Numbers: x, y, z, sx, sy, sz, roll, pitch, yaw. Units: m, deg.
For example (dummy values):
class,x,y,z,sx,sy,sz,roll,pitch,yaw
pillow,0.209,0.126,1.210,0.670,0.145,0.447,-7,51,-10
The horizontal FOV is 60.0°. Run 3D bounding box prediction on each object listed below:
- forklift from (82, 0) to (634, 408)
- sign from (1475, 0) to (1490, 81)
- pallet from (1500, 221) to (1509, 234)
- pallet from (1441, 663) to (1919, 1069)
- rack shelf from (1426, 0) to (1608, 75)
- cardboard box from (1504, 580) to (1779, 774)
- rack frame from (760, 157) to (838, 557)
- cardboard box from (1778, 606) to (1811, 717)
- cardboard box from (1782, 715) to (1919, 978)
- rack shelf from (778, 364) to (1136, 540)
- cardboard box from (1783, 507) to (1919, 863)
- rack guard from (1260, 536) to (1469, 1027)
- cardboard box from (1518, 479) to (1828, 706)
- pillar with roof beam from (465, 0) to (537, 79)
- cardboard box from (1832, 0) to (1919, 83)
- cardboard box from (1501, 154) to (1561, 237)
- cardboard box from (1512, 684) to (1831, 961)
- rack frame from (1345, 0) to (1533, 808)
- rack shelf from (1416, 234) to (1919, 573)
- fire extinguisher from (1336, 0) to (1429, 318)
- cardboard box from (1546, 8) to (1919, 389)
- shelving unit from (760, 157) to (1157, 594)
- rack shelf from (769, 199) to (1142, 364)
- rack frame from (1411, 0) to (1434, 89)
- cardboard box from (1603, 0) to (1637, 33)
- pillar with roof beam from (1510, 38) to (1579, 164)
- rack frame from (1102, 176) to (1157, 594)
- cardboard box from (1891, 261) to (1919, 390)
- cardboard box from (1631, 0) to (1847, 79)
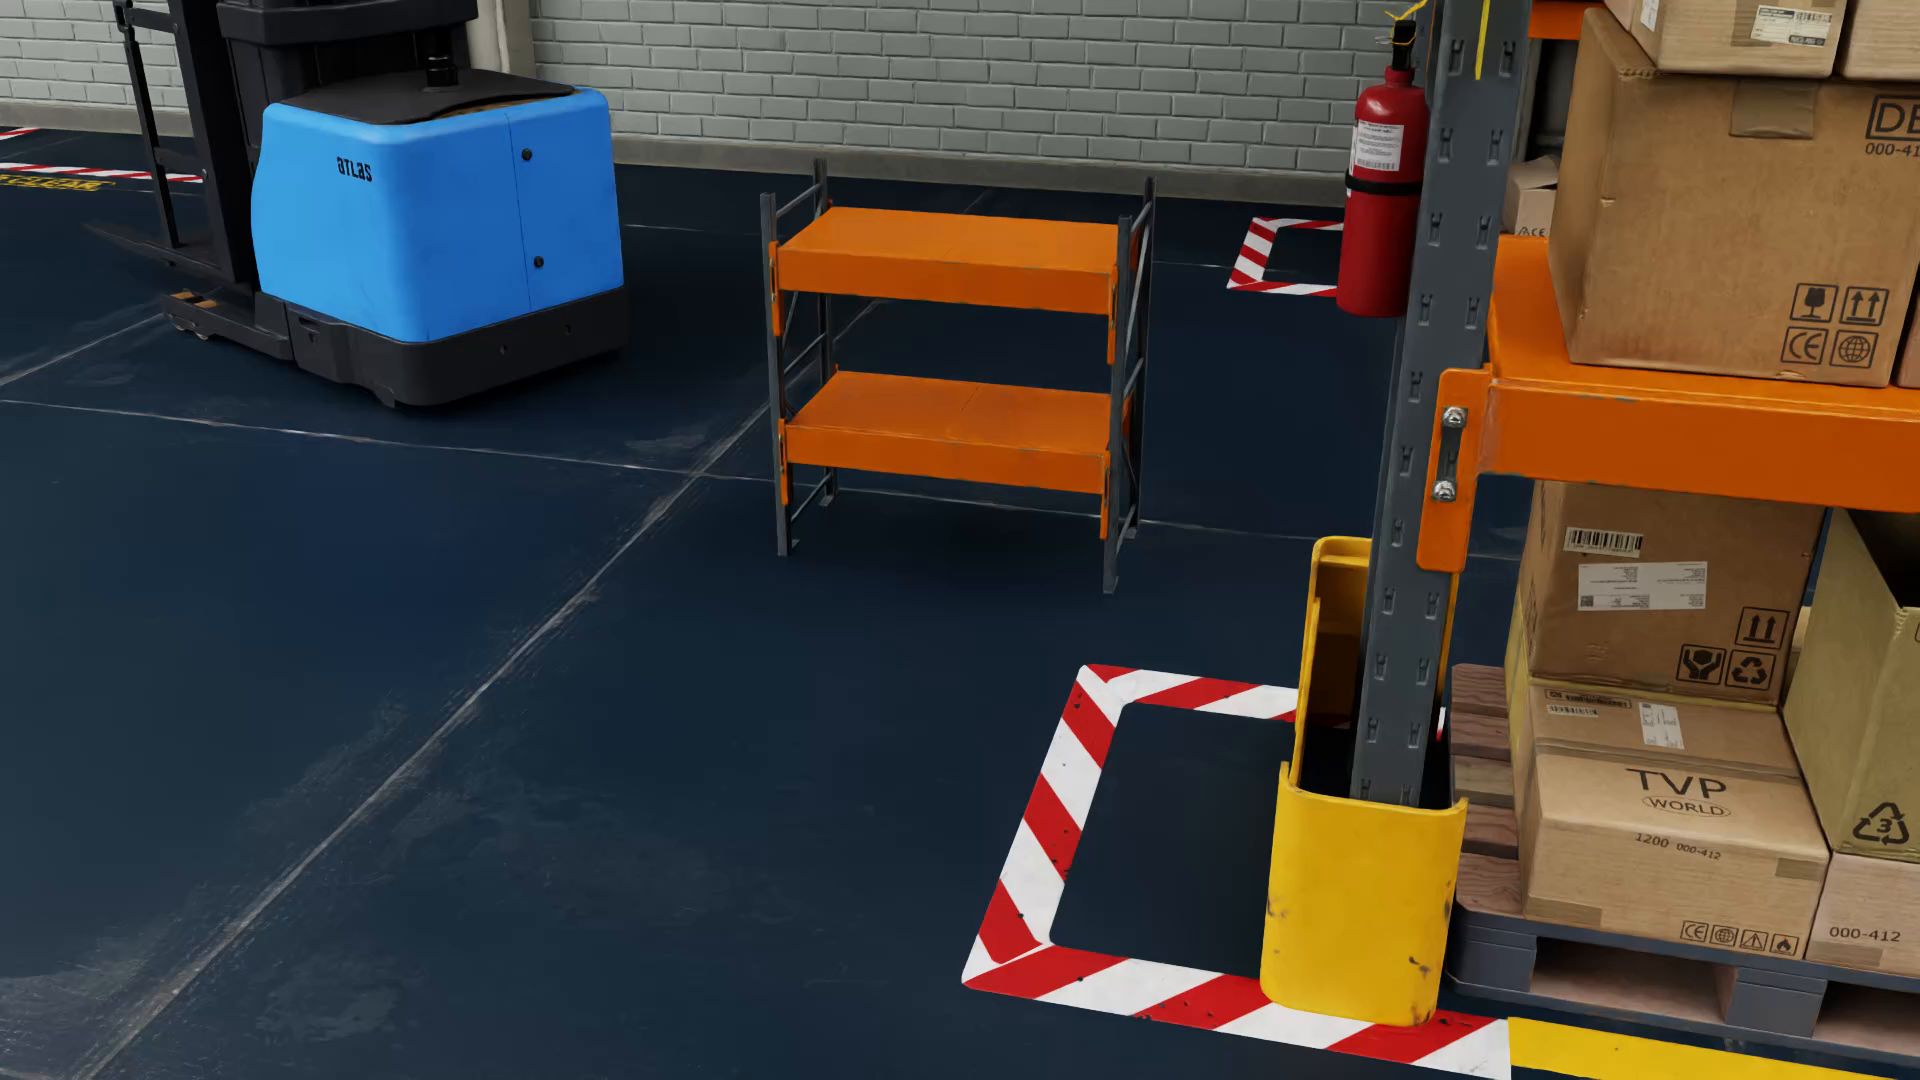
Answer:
class,x,y,z,sx,sy,sz,roll,pitch,yaw
forklift,-2.791,-2.321,6.716,3.031,2.935,1.130,20,32,35
sign,0.783,-0.851,2.449,0.005,0.325,0.100,6,26,13
pallet,3.009,-1.349,7.837,1.213,0.211,1.003,6,26,13
pallet,1.678,0.668,3.600,1.213,0.211,1.003,6,26,13
rack shelf,4.095,-2.179,7.174,4.000,0.370,1.077,6,26,13
cardboard box,1.520,0.331,3.775,0.500,0.250,0.500,6,26,13
rack frame,-0.486,-0.562,5.121,0.032,1.125,0.500,6,26,13
cardboard box,2.008,0.380,3.673,0.500,0.250,0.500,6,26,13
cardboard box,1.877,0.599,3.213,0.500,0.250,0.500,6,26,13
rack shelf,0.007,-0.286,5.112,1.000,0.278,0.538,6,26,13
cardboard box,1.876,0.261,3.050,0.500,0.500,0.500,6,26,13
rack guard,0.904,0.471,3.679,0.348,0.500,1.175,6,26,13
cardboard box,1.521,-0.008,3.615,0.500,0.500,0.500,6,26,13
pillar with roof beam,-3.832,-4.562,4.363,0.400,9.000,9.100,6,26,13
cardboard box,1.510,-0.834,2.642,0.250,0.149,0.380,6,26,12
cardboard box,2.805,-1.591,7.718,0.500,0.311,0.500,3,26,7
cardboard box,1.391,0.547,3.322,0.500,0.250,0.500,6,26,13
rack frame,0.927,-0.655,3.136,0.127,3.000,1.000,6,26,13
rack shelf,2.864,-0.116,2.841,4.000,0.370,1.077,6,26,13
fire extinguisher,0.929,-0.826,3.585,0.183,0.674,0.296,6,26,13
cardboard box,1.376,-0.645,2.998,0.500,0.500,0.700,6,26,13
shelving unit,0.007,-0.507,5.007,1.048,1.125,0.538,6,26,13
rack shelf,0.007,-0.771,4.881,1.000,0.278,0.538,6,26,13
rack frame,2.158,-2.718,7.469,0.127,3.000,1.000,6,26,13
cardboard box,1.345,-1.031,3.056,0.250,0.149,0.380,6,26,12
pillar with roof beam,1.979,-3.919,3.014,0.400,9.000,9.100,6,26,13
rack frame,0.499,-0.453,4.892,0.032,1.125,0.500,6,26,13
cardboard box,1.886,-0.591,2.885,0.500,0.500,0.700,7,26,14
cardboard box,1.254,-0.861,2.699,0.250,0.149,0.380,6,26,13
